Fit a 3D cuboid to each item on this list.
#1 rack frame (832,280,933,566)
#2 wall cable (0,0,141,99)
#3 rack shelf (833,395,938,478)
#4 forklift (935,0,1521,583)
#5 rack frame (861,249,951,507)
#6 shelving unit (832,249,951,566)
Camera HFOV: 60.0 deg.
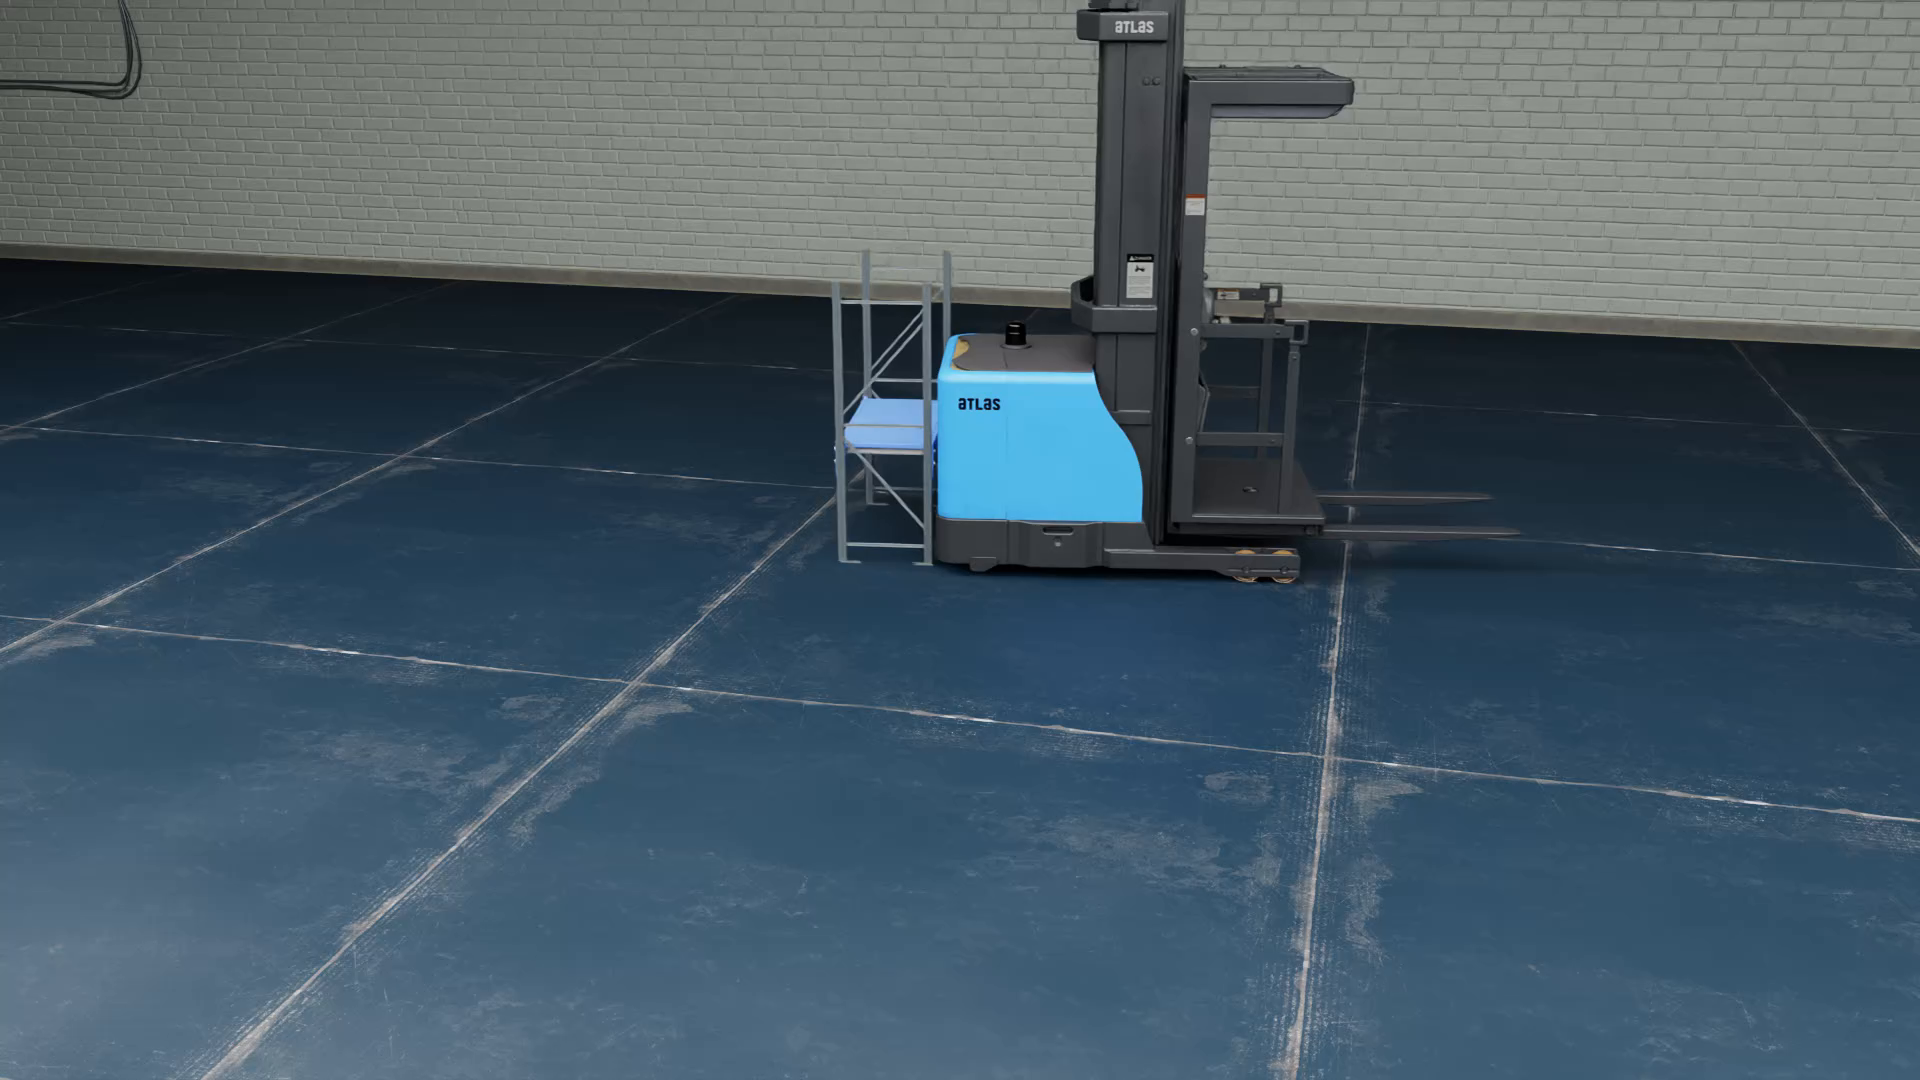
[{"bbox_3d":[-0.394,-0.585,8.579,0.500,1.500,0.032,2,19,5],"label":"rack frame"},{"bbox_3d":[-9.920,-5.830,17.137,3.097,2.526,0.112,5,19,13],"label":"wall cable"},{"bbox_3d":[-0.347,-0.578,9.116,0.538,0.185,1.000,2,19,5],"label":"rack shelf"},{"bbox_3d":[1.408,-1.342,8.582,3.031,2.935,1.130,1,19,3],"label":"forklift"},{"bbox_3d":[-0.301,-0.912,9.537,0.500,1.500,0.032,2,19,5],"label":"rack frame"},{"bbox_3d":[-0.347,-0.748,9.058,0.538,1.500,1.048,2,19,5],"label":"shelving unit"}]
